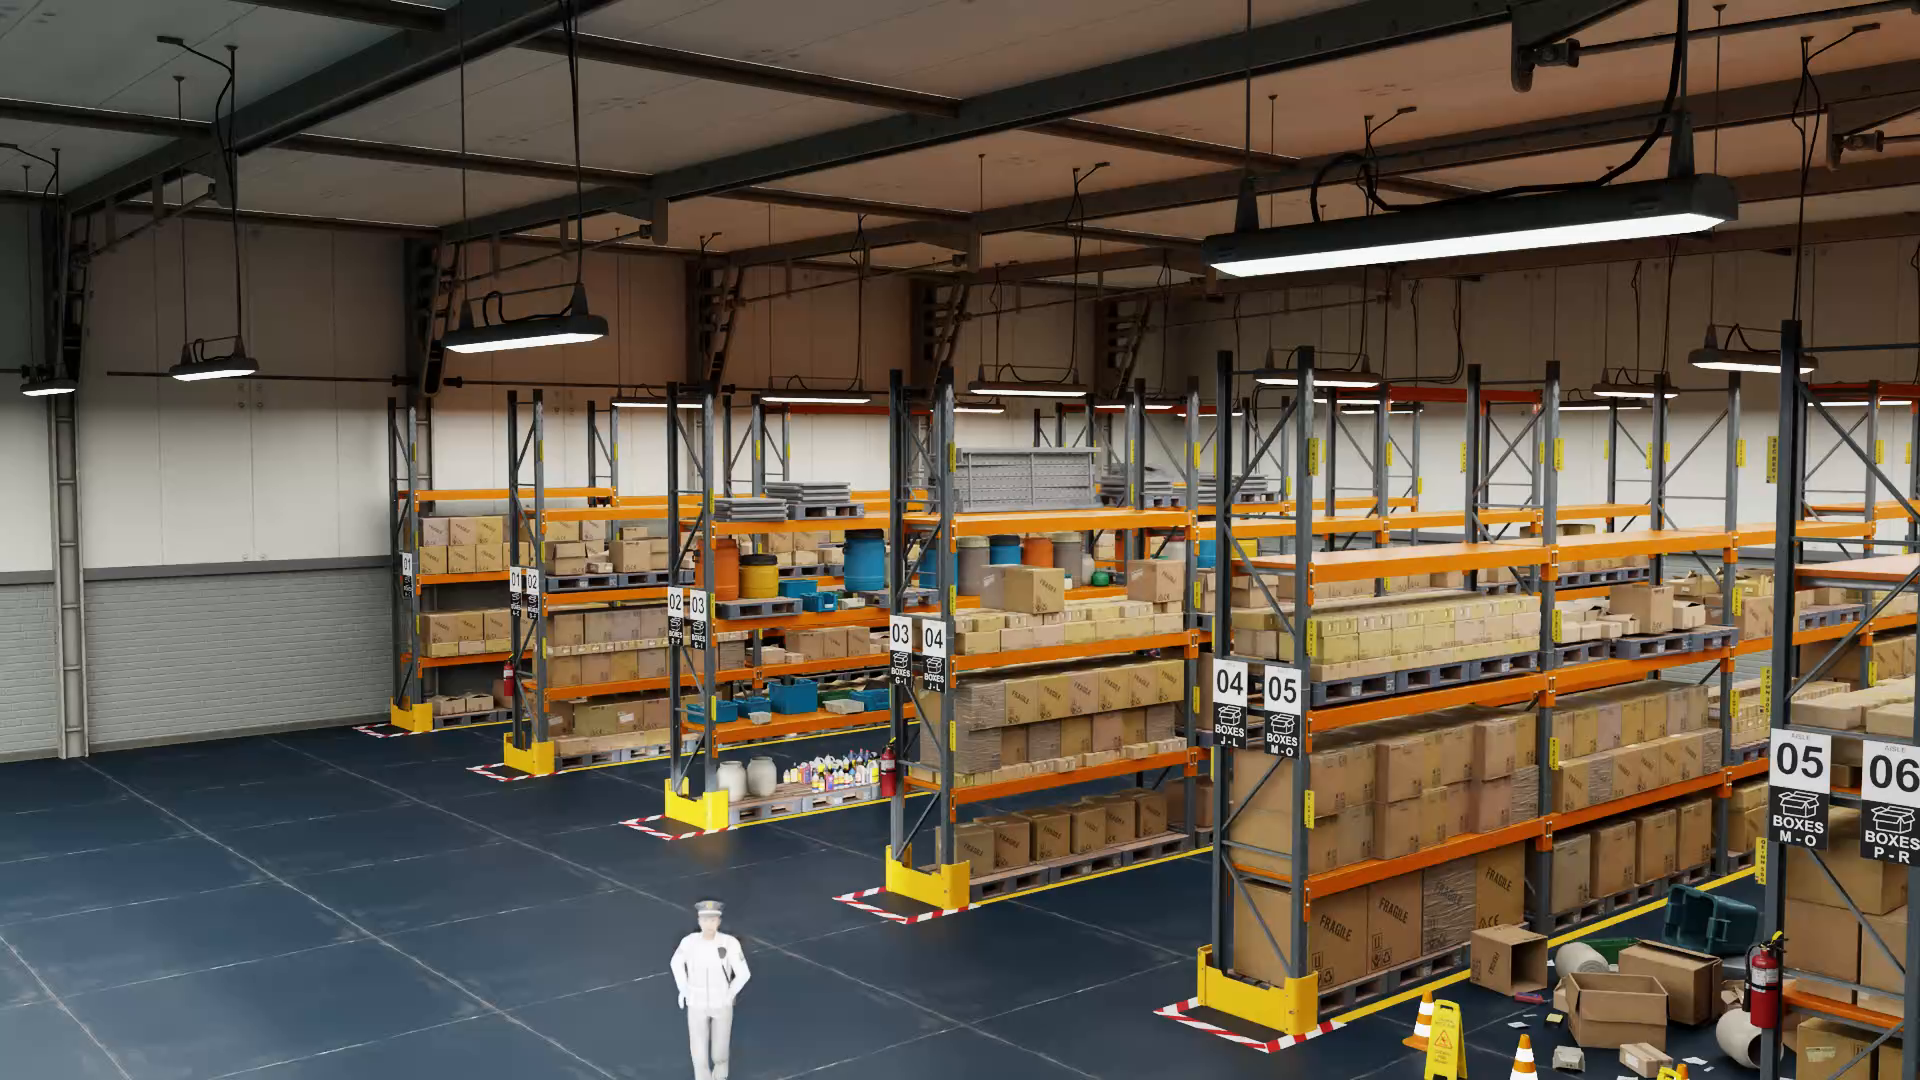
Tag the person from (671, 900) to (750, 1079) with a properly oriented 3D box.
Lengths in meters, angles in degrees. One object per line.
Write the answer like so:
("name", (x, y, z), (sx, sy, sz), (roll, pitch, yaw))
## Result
("person", (-1.924, 3.589, 12.784), (0.618, 1.696, 0.802), (0, 3, -4))
